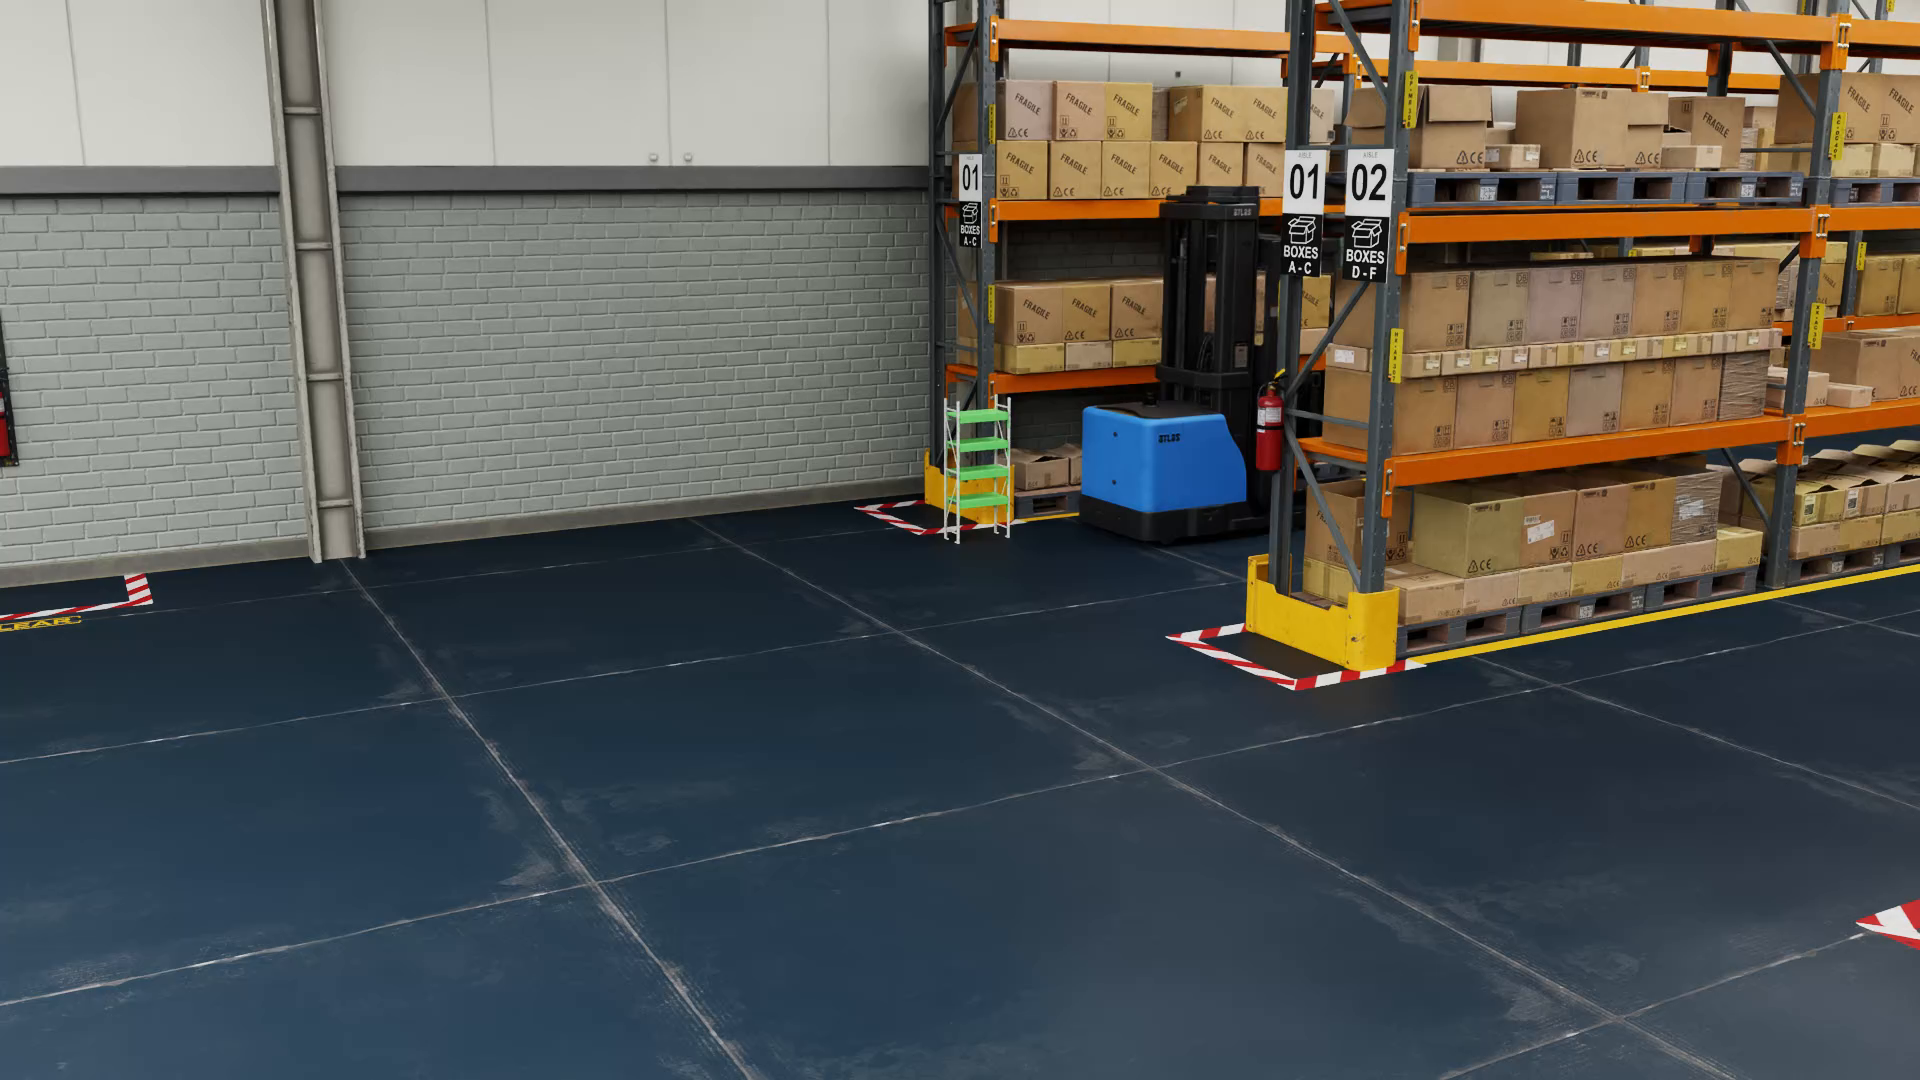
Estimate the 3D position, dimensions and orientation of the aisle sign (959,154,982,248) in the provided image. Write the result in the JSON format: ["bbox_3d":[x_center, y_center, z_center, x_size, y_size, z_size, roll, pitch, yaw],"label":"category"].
[{"bbox_3d":[0.089,-2.923,14.345,0.004,0.787,0.394,-7,14,-28],"label":"aisle sign"}]

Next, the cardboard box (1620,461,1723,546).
[{"bbox_3d":[5.150,-0.275,12.096,0.500,0.500,0.500,-7,14,-28],"label":"cardboard box"}]

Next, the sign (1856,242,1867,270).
[{"bbox_3d":[10.810,-3.405,19.952,0.005,0.325,0.100,-7,14,-28],"label":"sign"}]

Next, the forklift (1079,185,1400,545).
[{"bbox_3d":[2.579,-1.606,14.568,3.031,2.935,1.130,-7,15,-29],"label":"forklift"}]

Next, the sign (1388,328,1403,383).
[{"bbox_3d":[2.646,-1.119,10.099,0.005,0.325,0.100,-7,14,-28],"label":"sign"}]

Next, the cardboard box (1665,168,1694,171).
[{"bbox_3d":[7.869,-4.417,18.840,0.500,0.500,0.700,-8,15,-31],"label":"cardboard box"}]

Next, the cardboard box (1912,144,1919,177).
[{"bbox_3d":[7.604,-2.971,13.033,0.500,0.250,0.500,-8,15,-33],"label":"cardboard box"}]

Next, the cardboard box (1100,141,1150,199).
[{"bbox_3d":[1.365,-3.334,14.987,0.500,0.500,0.500,-6,14,-25],"label":"cardboard box"}]

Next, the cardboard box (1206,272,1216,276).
[{"bbox_3d":[2.551,-2.381,16.443,0.500,0.500,0.500,-7,14,-28],"label":"cardboard box"}]

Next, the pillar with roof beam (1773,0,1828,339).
[{"bbox_3d":[12.804,-5.320,17.253,0.400,9.000,9.100,-7,14,-28],"label":"pillar with roof beam"}]

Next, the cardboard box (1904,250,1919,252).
[{"bbox_3d":[12.977,-3.415,21.771,0.700,0.700,0.980,-7,14,-28],"label":"cardboard box"}]

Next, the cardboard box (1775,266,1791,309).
[{"bbox_3d":[9.369,-2.982,19.578,0.500,0.500,0.500,-7,14,-28],"label":"cardboard box"}]

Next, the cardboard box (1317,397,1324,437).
[{"bbox_3d":[4.158,-1.217,17.375,0.500,0.500,0.700,-6,14,-26],"label":"cardboard box"}]

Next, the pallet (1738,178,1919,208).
[{"bbox_3d":[6.665,-2.652,12.666,1.217,0.209,0.805,-8,15,-30],"label":"pallet"}]

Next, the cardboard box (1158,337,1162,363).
[{"bbox_3d":[1.933,-1.809,15.614,0.500,0.250,0.500,-7,14,-27],"label":"cardboard box"}]

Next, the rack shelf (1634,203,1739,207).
[{"bbox_3d":[8.786,-3.885,19.345,4.000,0.370,1.077,-7,14,-28],"label":"rack shelf"}]

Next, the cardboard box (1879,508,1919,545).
[{"bbox_3d":[7.272,-0.153,13.265,0.500,0.250,0.500,-7,15,-30],"label":"cardboard box"}]

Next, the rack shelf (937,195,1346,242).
[{"bbox_3d":[1.764,-3.043,15.605,4.000,0.370,1.077,-7,14,-28],"label":"rack shelf"}]

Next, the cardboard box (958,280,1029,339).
[{"bbox_3d":[0.321,-2.113,15.255,0.500,0.500,0.500,-7,14,-28],"label":"cardboard box"}]

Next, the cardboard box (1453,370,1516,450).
[{"bbox_3d":[3.260,-0.918,11.126,0.500,0.500,0.700,-6,14,-26],"label":"cardboard box"}]

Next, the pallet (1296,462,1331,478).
[{"bbox_3d":[2.947,-0.703,16.753,1.213,0.211,1.003,-7,14,-28],"label":"pallet"}]

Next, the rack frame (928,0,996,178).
[{"bbox_3d":[0.009,-4.647,14.262,0.127,3.000,1.000,-7,14,-28],"label":"rack frame"}]

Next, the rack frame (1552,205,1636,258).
[{"bbox_3d":[7.031,-2.562,18.660,0.127,3.000,1.000,-7,14,-28],"label":"rack frame"}]

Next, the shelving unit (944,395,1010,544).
[{"bbox_3d":[0.145,-0.603,14.055,0.503,1.200,0.258,-7,14,-28],"label":"shelving unit"}]

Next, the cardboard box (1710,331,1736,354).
[{"bbox_3d":[5.314,-1.428,11.919,0.250,0.149,0.380,-7,15,-30],"label":"cardboard box"}]

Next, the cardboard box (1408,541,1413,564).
[{"bbox_3d":[3.148,0.202,11.684,0.500,0.250,0.500,-7,14,-28],"label":"cardboard box"}]

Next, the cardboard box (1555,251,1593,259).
[{"bbox_3d":[6.742,-3.100,18.343,0.250,0.149,0.380,-9,16,-35],"label":"cardboard box"}]

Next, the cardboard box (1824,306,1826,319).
[{"bbox_3d":[10.170,-2.749,20.017,0.250,0.149,0.380,-7,14,-27],"label":"cardboard box"}]

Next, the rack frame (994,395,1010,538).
[{"bbox_3d":[0.359,-0.628,14.169,0.015,1.200,0.240,-7,14,-28],"label":"rack frame"}]

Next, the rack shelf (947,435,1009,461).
[{"bbox_3d":[0.145,-0.775,14.016,0.480,0.148,0.258,-7,14,-28],"label":"rack shelf"}]

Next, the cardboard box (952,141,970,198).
[{"bbox_3d":[0.254,-3.335,14.990,0.500,0.500,0.500,-6,14,-24],"label":"cardboard box"}]

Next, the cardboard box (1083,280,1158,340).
[{"bbox_3d":[1.467,-2.118,15.277,0.500,0.500,0.500,-7,15,-30],"label":"cardboard box"}]

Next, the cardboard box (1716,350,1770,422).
[{"bbox_3d":[5.510,-1.188,12.327,0.500,0.500,0.700,-7,15,-29],"label":"cardboard box"}]

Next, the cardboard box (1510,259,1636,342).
[{"bbox_3d":[4.189,-1.662,11.480,0.500,0.500,0.700,-7,14,-28],"label":"cardboard box"}]

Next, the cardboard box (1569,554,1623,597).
[{"bbox_3d":[4.280,0.200,11.696,0.500,0.250,0.500,-7,14,-28],"label":"cardboard box"}]

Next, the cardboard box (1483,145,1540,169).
[{"bbox_3d":[3.503,-2.470,10.716,0.250,0.149,0.380,-7,14,-28],"label":"cardboard box"}]

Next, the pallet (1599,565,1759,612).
[{"bbox_3d":[5.179,0.249,12.521,1.213,0.211,1.003,-7,14,-28],"label":"pallet"}]

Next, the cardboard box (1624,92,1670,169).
[{"bbox_3d":[4.391,-2.825,11.486,0.637,0.503,0.797,-5,14,-22],"label":"cardboard box"}]

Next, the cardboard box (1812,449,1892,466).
[{"bbox_3d":[7.450,-0.582,13.891,0.500,0.311,0.500,-7,14,-29],"label":"cardboard box"}]

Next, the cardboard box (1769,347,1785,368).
[{"bbox_3d":[9.255,-1.951,19.887,0.750,0.750,0.750,-6,14,-26],"label":"cardboard box"}]

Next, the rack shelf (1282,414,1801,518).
[{"bbox_3d":[4.141,-0.625,11.694,4.000,0.370,1.077,-7,14,-28],"label":"rack shelf"}]

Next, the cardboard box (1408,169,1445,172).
[{"bbox_3d":[4.579,-3.873,16.900,0.500,0.311,0.500,-6,14,-26],"label":"cardboard box"}]

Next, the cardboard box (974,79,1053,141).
[{"bbox_3d":[0.463,-3.724,14.441,0.500,0.500,0.500,-8,15,-32],"label":"cardboard box"}]

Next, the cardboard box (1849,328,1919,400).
[{"bbox_3d":[7.481,-1.421,13.365,0.500,0.500,0.500,-7,14,-28],"label":"cardboard box"}]

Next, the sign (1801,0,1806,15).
[{"bbox_3d":[10.297,-6.552,20.238,0.005,0.325,0.100,-7,14,-28],"label":"sign"}]

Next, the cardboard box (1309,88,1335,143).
[{"bbox_3d":[3.210,-4.046,15.872,0.500,0.500,0.500,-8,15,-33],"label":"cardboard box"}]

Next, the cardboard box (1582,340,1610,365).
[{"bbox_3d":[4.183,-1.292,11.315,0.250,0.149,0.380,-7,14,-27],"label":"cardboard box"}]

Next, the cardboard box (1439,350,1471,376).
[{"bbox_3d":[3.064,-1.159,10.723,0.250,0.149,0.380,-7,15,-29],"label":"cardboard box"}]

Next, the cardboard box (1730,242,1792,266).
[{"bbox_3d":[9.353,-3.348,19.496,0.500,0.250,0.500,-7,14,-27],"label":"cardboard box"}]

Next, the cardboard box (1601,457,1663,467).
[{"bbox_3d":[4.905,-0.373,12.535,0.500,0.500,0.500,-7,14,-28],"label":"cardboard box"}]

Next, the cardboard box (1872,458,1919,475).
[{"bbox_3d":[7.728,-0.481,13.444,0.500,0.311,0.500,-6,14,-26],"label":"cardboard box"}]
